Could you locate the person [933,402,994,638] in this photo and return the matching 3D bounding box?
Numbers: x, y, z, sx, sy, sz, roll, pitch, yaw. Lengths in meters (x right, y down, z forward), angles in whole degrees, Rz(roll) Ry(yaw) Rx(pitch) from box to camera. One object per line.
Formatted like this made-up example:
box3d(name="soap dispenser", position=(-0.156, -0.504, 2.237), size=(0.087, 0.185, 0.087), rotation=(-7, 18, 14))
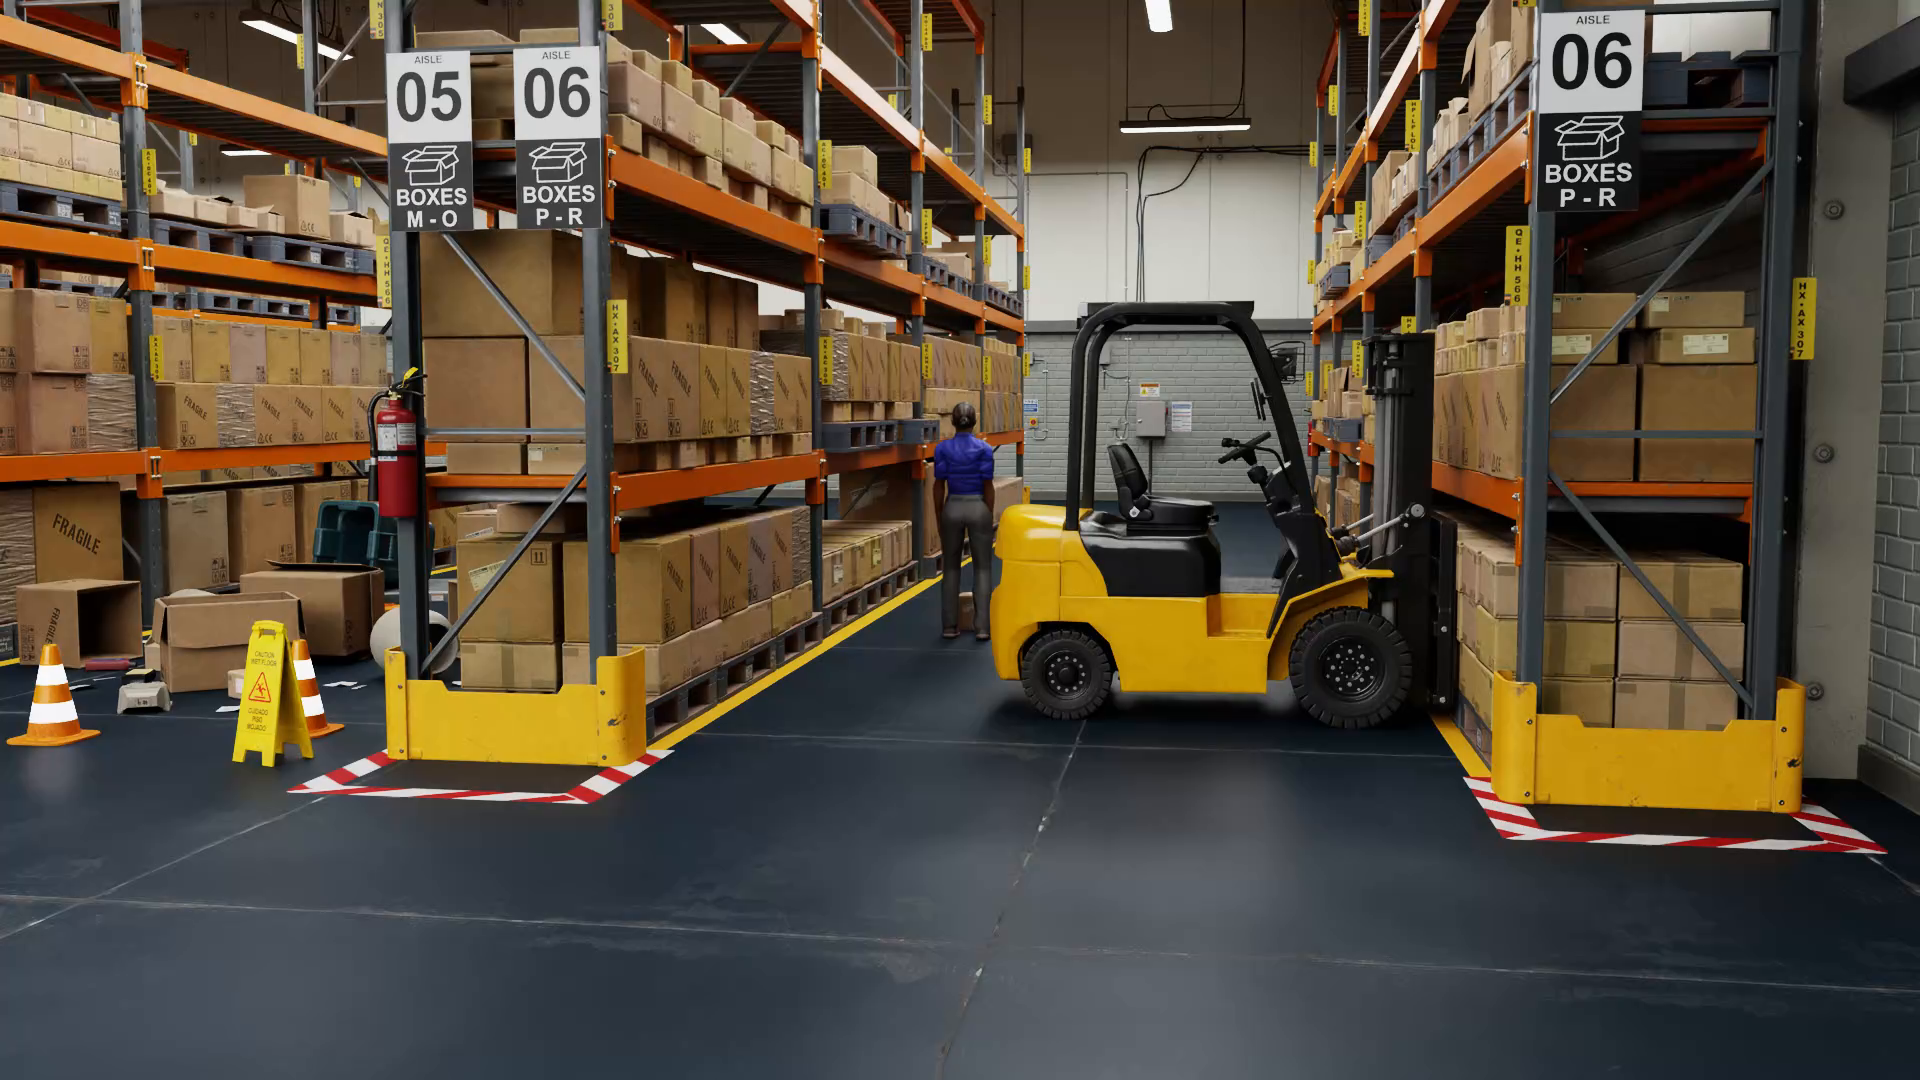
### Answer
box3d(name="person", position=(0.030, -0.133, 11.662), size=(0.437, 1.663, 0.304), rotation=(1, 5, 9))
